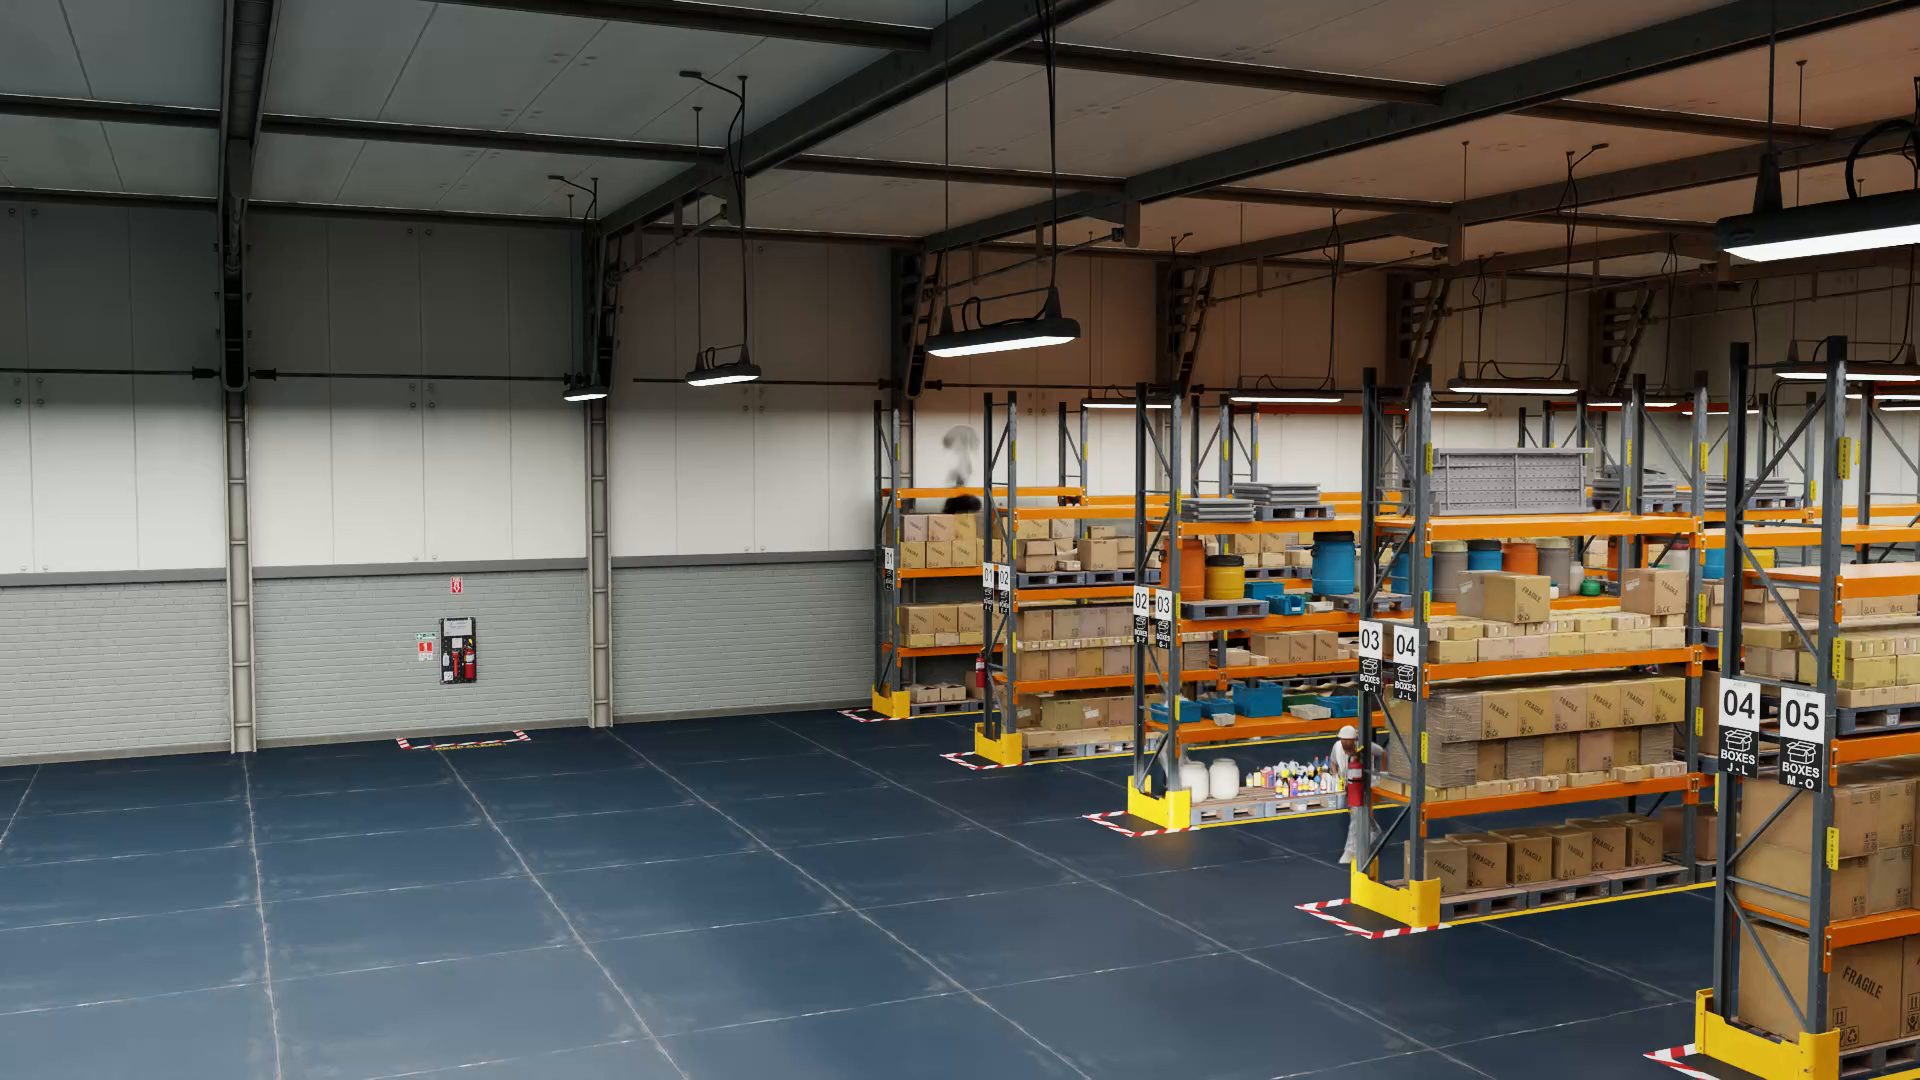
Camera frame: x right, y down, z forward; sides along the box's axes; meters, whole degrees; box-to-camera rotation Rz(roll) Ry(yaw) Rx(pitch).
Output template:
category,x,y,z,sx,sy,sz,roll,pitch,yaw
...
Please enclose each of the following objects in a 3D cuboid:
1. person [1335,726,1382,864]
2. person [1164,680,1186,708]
category,x,y,z,sx,sy,sz,roll,pitch,yaw
person,5.012,3.129,20.765,0.460,1.729,1.054,3,4,39
person,3.178,2.480,24.791,0.609,0.830,0.576,-1,4,-19
